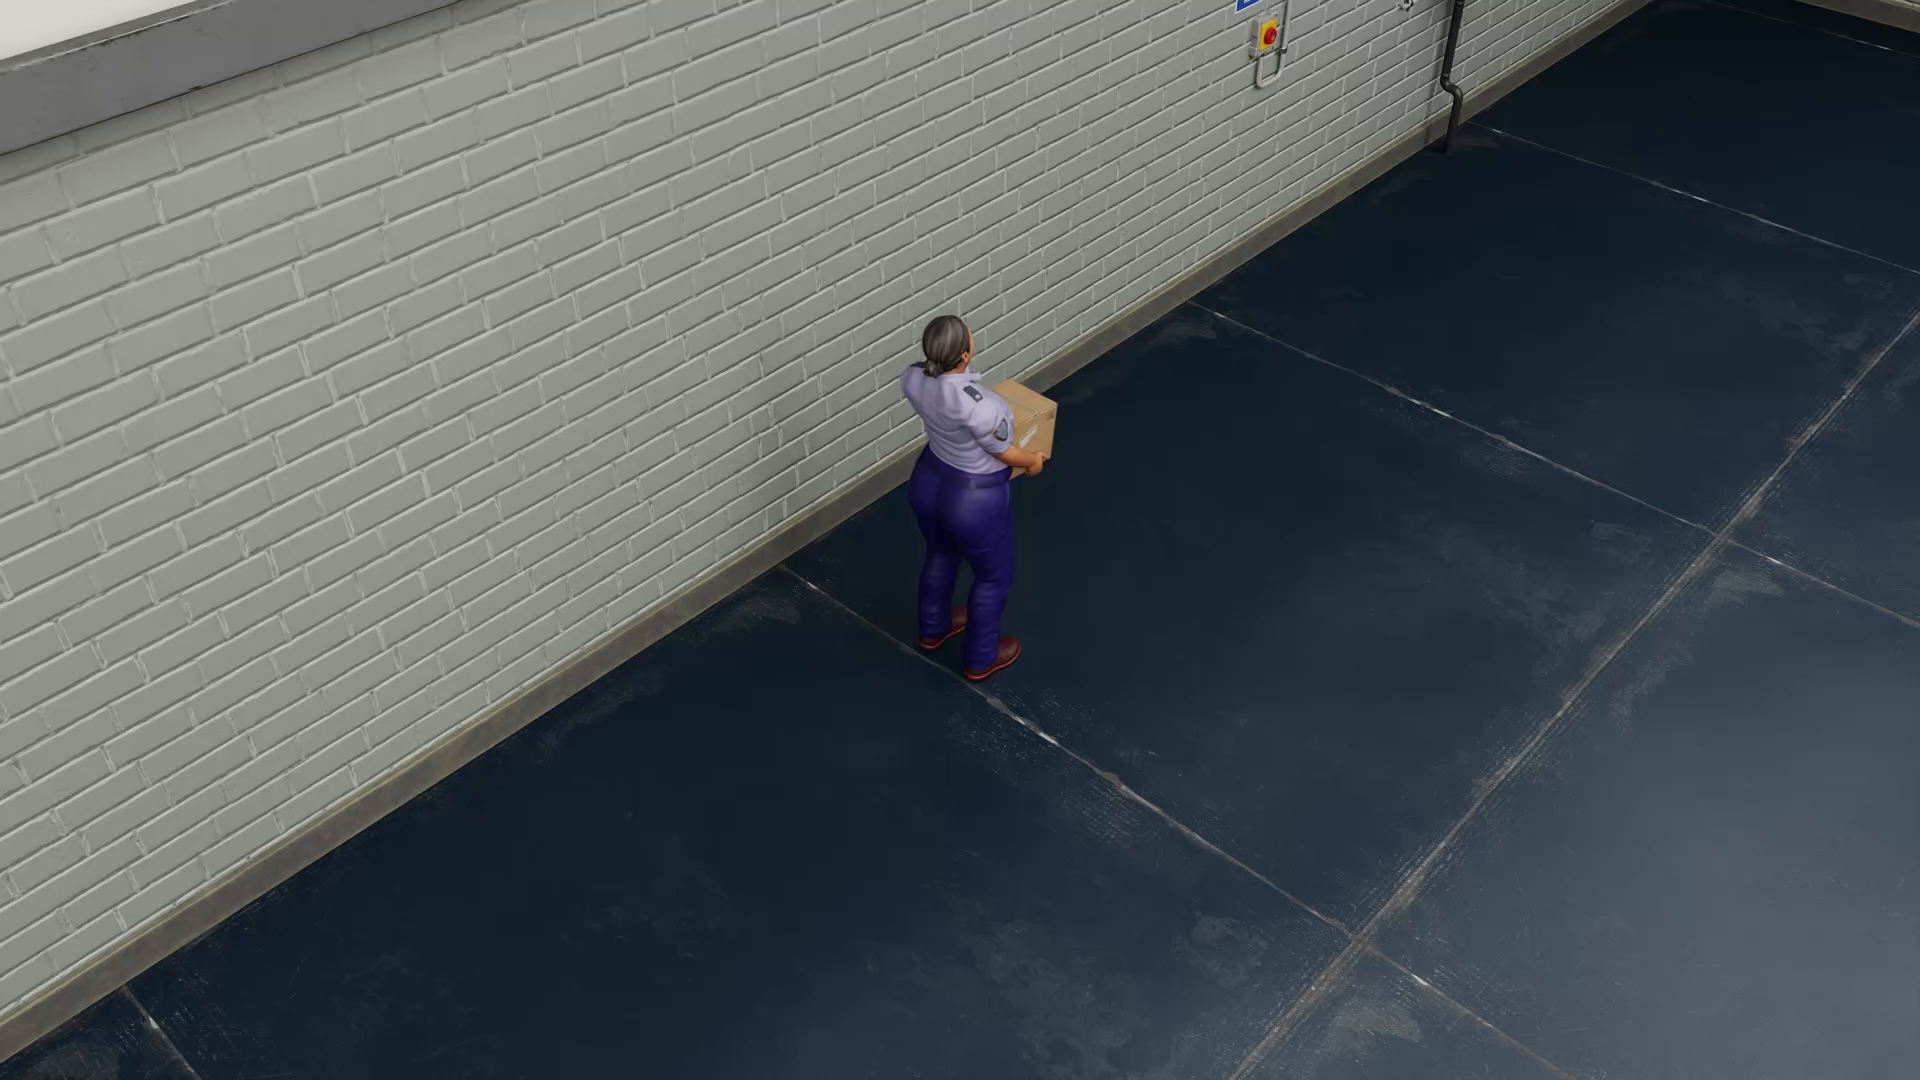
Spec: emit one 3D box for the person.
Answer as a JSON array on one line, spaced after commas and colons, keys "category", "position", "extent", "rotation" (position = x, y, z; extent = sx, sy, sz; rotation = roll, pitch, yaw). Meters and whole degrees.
[{"category": "person", "position": [0.058, -0.205, 6.435], "extent": [0.452, 1.620, 0.516], "rotation": [30, 48, 31]}]
